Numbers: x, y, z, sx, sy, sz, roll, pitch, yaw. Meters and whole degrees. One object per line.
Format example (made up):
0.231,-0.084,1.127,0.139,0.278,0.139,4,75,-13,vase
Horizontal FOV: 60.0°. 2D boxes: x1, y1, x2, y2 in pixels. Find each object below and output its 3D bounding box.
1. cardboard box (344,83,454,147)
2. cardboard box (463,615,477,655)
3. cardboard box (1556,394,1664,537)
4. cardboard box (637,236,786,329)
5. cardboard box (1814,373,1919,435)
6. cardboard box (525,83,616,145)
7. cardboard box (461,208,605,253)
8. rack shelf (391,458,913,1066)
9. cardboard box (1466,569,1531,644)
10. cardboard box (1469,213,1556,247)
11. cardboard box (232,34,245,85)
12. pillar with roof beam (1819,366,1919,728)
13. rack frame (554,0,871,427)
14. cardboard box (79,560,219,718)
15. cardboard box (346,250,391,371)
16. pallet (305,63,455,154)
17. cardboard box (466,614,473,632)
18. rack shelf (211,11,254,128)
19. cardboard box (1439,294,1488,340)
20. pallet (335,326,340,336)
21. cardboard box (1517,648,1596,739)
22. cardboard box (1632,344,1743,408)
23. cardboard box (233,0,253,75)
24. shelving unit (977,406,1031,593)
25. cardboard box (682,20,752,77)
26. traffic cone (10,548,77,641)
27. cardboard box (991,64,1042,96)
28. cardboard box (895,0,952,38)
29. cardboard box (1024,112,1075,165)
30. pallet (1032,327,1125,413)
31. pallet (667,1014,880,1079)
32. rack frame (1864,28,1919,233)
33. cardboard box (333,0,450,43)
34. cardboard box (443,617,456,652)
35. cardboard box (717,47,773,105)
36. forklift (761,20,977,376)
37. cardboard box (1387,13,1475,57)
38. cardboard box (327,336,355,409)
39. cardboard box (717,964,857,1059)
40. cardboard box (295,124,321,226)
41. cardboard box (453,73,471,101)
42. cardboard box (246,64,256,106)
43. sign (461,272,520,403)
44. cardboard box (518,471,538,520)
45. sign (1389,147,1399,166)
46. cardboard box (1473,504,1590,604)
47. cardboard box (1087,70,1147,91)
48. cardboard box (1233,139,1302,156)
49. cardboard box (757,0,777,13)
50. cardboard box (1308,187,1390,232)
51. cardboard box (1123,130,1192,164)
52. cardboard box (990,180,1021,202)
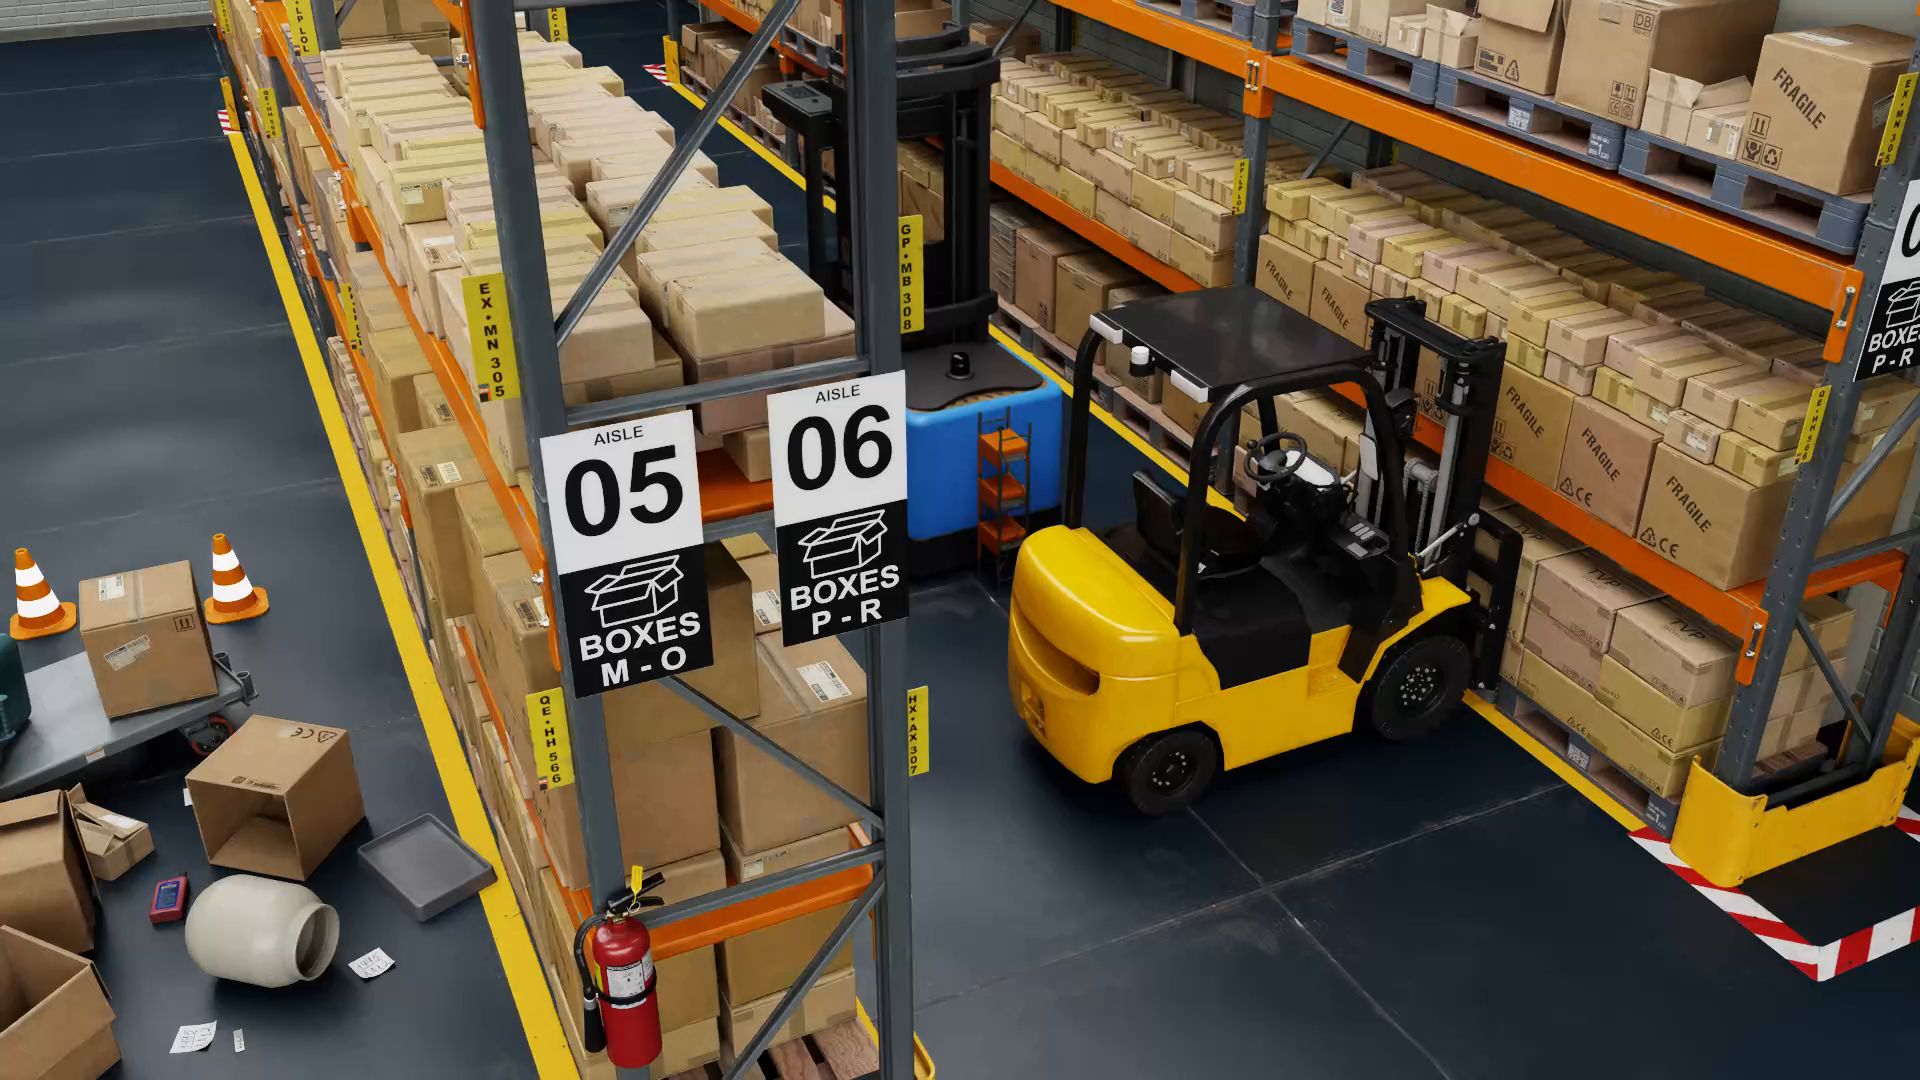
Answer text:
-2.180,-1.663,6.496,0.380,0.149,0.250,-13,32,-22,cardboard box
-1.832,0.316,6.849,0.380,0.149,0.250,-13,32,-22,cardboard box
3.184,-0.387,7.743,0.500,0.500,0.500,-12,31,-20,cardboard box
-0.726,-0.760,4.886,0.380,0.149,0.250,-13,32,-22,cardboard box
3.895,-0.599,7.155,0.380,0.149,0.250,-14,32,-23,cardboard box
-1.558,-1.668,6.505,0.380,0.149,0.250,-14,32,-23,cardboard box
-1.311,-0.893,5.124,0.380,0.149,0.250,-13,32,-22,cardboard box
-1.494,0.525,6.956,1.077,0.370,4.000,-13,32,-22,rack shelf
2.909,0.252,8.578,0.500,0.250,0.500,-14,32,-23,cardboard box
2.992,-1.645,9.021,0.380,0.149,0.250,-14,32,-23,cardboard box
-6.217,-4.401,14.903,0.500,0.500,0.500,-13,32,-22,cardboard box
0.473,-2.159,4.873,9.100,9.000,0.400,-13,32,-22,pillar with roof beam
-0.632,-1.523,3.738,0.949,2.616,0.053,-13,32,-22,rack frame
-3.947,0.474,8.091,0.500,0.500,0.500,-13,32,-22,cardboard box
-2.359,-1.042,7.586,0.700,0.500,0.500,-13,32,-22,cardboard box
-2.521,-2.194,8.194,1.213,0.211,1.003,-13,32,-22,pallet
-1.740,0.067,6.630,0.500,0.500,0.500,-13,32,-21,cardboard box
-6.645,-4.776,16.409,1.077,0.370,4.000,-13,32,-22,rack shelf
2.674,-1.160,8.459,0.380,0.149,0.250,-14,32,-23,cardboard box
-4.340,-1.587,12.838,1.003,0.211,1.213,-13,32,-22,pallet
3.154,0.704,8.283,0.500,0.250,0.500,-13,32,-22,cardboard box
3.232,-0.732,7.392,0.380,0.149,0.250,-12,32,-21,cardboard box
-5.401,-3.990,13.148,0.500,0.500,0.500,-14,32,-23,cardboard box
0.250,-0.228,9.556,0.215,1.050,0.252,-14,32,-24,shelving unit
-2.845,-5.822,19.661,0.797,0.503,0.637,-14,32,-24,cardboard box
-5.177,0.262,9.283,0.336,0.463,0.334,-13,32,-22,traffic cone
0.399,-3.490,12.614,0.380,0.149,0.250,-12,32,-21,cardboard box
-0.456,-4.394,14.457,0.797,0.503,0.637,-14,32,-23,cardboard box
0.804,-2.932,12.028,0.500,0.250,0.500,-14,32,-23,cardboard box
1.250,-1.357,12.427,1.003,0.211,1.213,-13,32,-22,pallet
-0.984,1.911,6.599,1.003,0.211,1.213,-13,32,-22,pallet
3.846,-2.566,5.599,1.000,3.000,0.127,-13,32,-22,rack frame
-2.716,-2.546,7.842,0.500,0.250,0.500,-12,32,-21,cardboard box
-2.121,0.345,7.492,0.380,0.149,0.250,-12,31,-20,cardboard box
-0.387,-4.293,14.219,0.818,3.161,9.788,-14,32,-24,cardboard box
-0.512,-1.763,10.370,1.121,2.935,3.031,-14,32,-24,forklift
2.378,-2.541,8.345,0.380,0.149,0.250,-12,31,-21,cardboard box
-3.836,-1.225,11.598,0.950,0.372,0.625,-15,33,-25,cardboard box
-10.081,2.948,2.759,20.716,1.739,1.673,-13,32,-22,cardboard box
-3.855,-2.320,10.458,0.500,0.500,0.500,-11,31,-19,cardboard box
-1.919,-1.906,7.337,0.500,0.250,0.500,-13,32,-22,cardboard box
-5.411,-3.653,13.312,0.500,0.250,0.500,-13,32,-21,cardboard box
-1.145,-0.492,4.062,0.100,0.325,0.005,-13,32,-22,sign
-1.041,-0.203,4.709,0.380,0.149,0.250,-13,32,-22,cardboard box
2.630,-2.246,10.195,0.100,0.325,0.005,-13,32,-22,sign
2.917,0.047,8.431,0.500,0.250,0.500,-13,32,-21,cardboard box
1.172,-3.396,12.446,0.380,0.149,0.250,-14,32,-23,cardboard box
1.998,-2.483,10.819,0.380,0.149,0.250,-13,32,-22,cardboard box
-1.744,-5.488,16.793,0.500,0.250,0.500,-12,32,-21,cardboard box
2.208,-1.877,9.433,0.380,0.149,0.250,-13,32,-21,cardboard box
1.309,-2.594,11.016,0.380,0.149,0.250,-14,32,-23,cardboard box
0.484,-2.821,14.314,0.500,0.500,0.500,-12,31,-20,cardboard box
